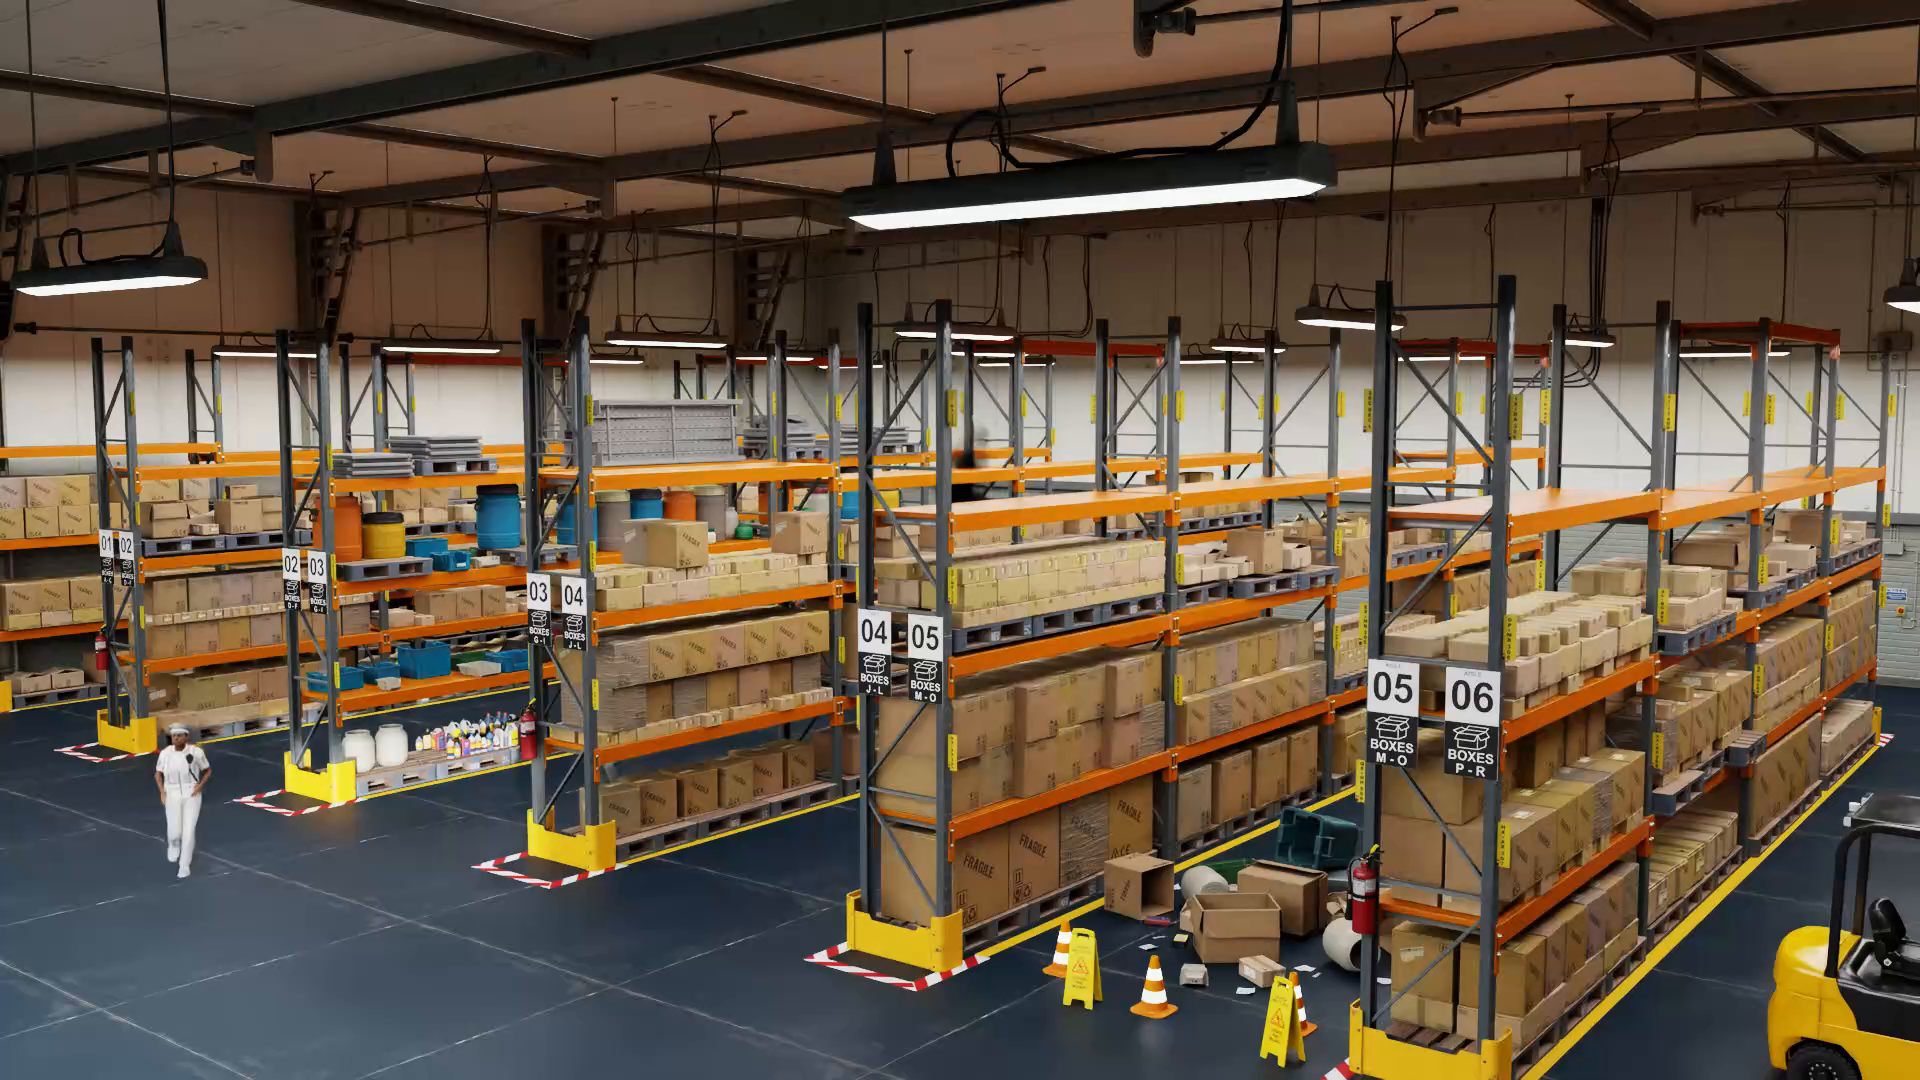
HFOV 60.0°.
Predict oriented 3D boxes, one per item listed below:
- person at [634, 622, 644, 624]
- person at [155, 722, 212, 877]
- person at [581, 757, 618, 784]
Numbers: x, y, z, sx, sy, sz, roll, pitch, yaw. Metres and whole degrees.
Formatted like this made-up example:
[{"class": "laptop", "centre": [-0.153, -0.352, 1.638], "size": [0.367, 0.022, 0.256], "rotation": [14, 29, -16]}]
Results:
[{"class": "person", "centre": [-5.451, 1.838, 28.789], "size": [0.572, 1.699, 0.830], "rotation": [2, 5, 24]}, {"class": "person", "centre": [-8.394, 2.783, 17.996], "size": [0.572, 1.671, 0.598], "rotation": [-2, 5, -18]}, {"class": "person", "centre": [-4.570, 2.486, 21.090], "size": [0.587, 1.674, 0.639], "rotation": [2, 5, 19]}]
